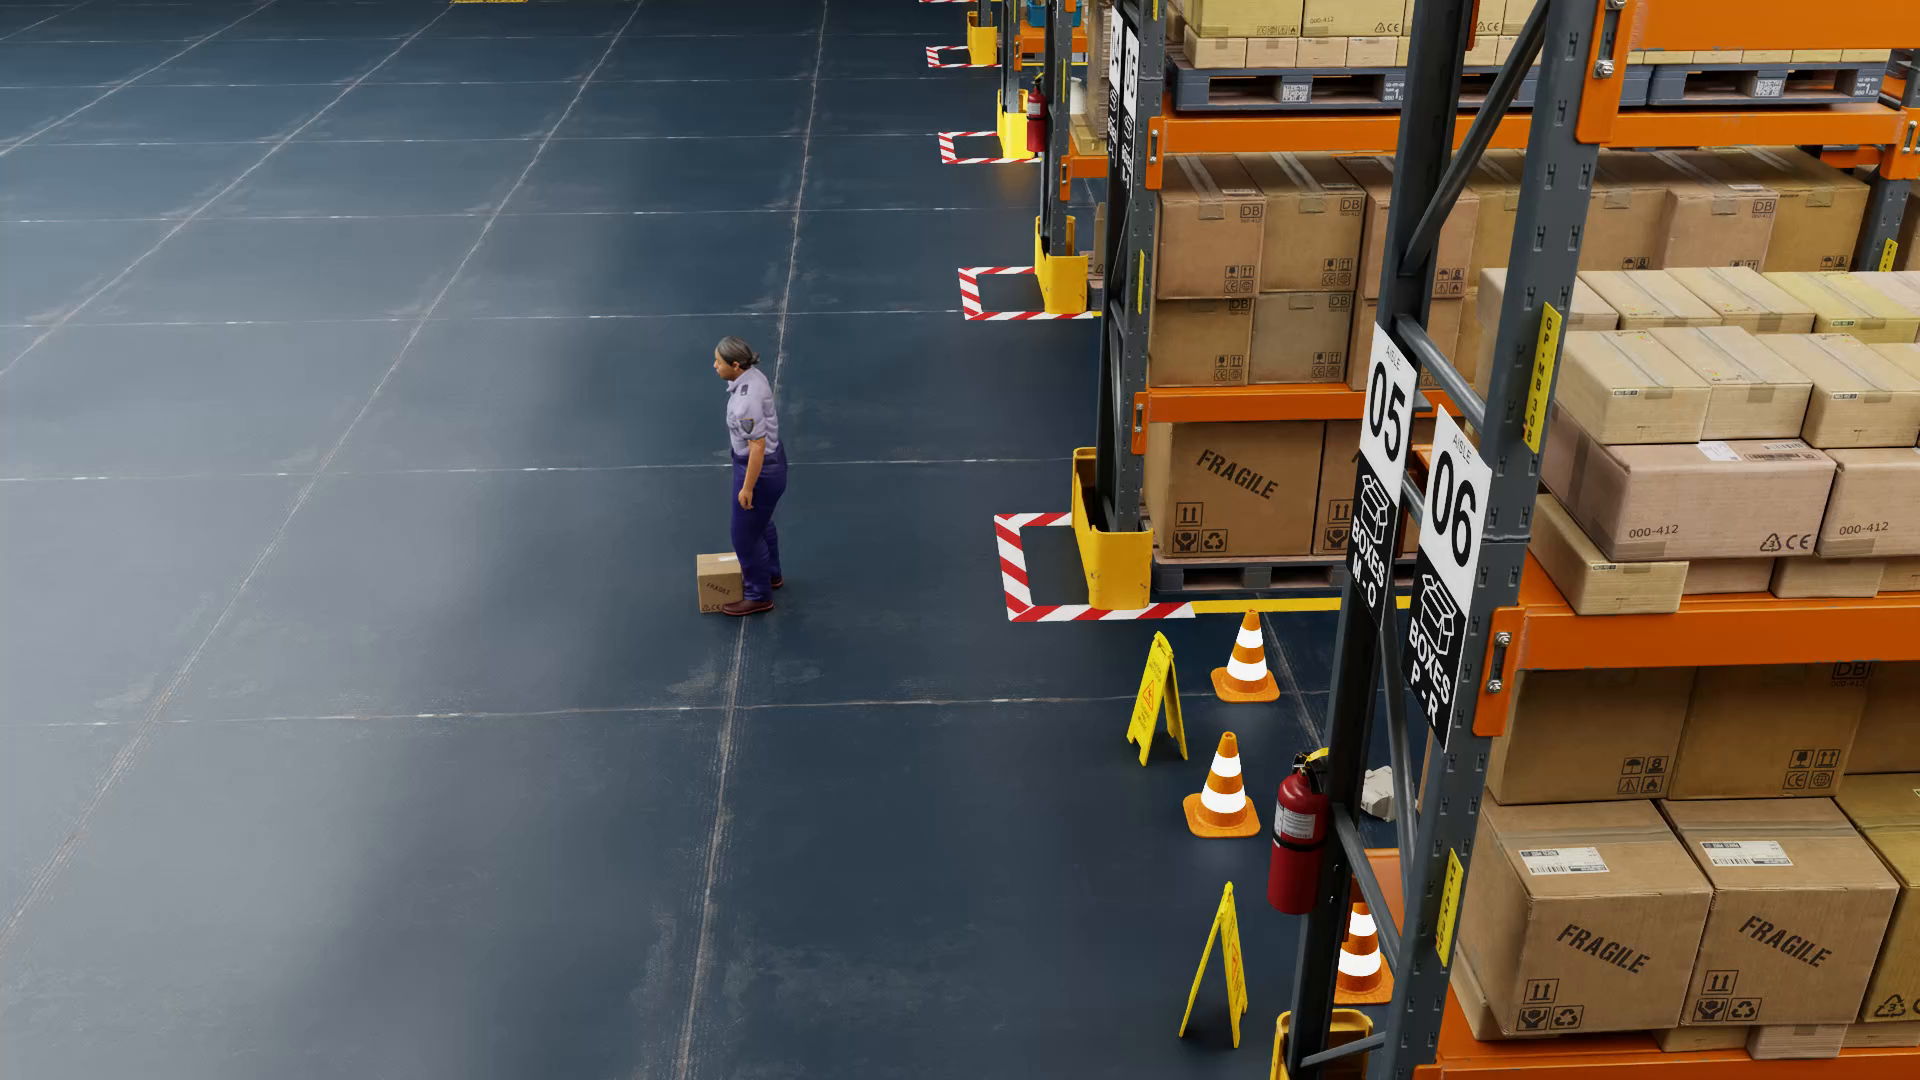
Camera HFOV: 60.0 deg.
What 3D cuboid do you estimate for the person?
[{"bbox_3d":[-1.178,-0.379,9.349,0.414,1.651,0.545,-2,28,-3],"label":"person"}]
